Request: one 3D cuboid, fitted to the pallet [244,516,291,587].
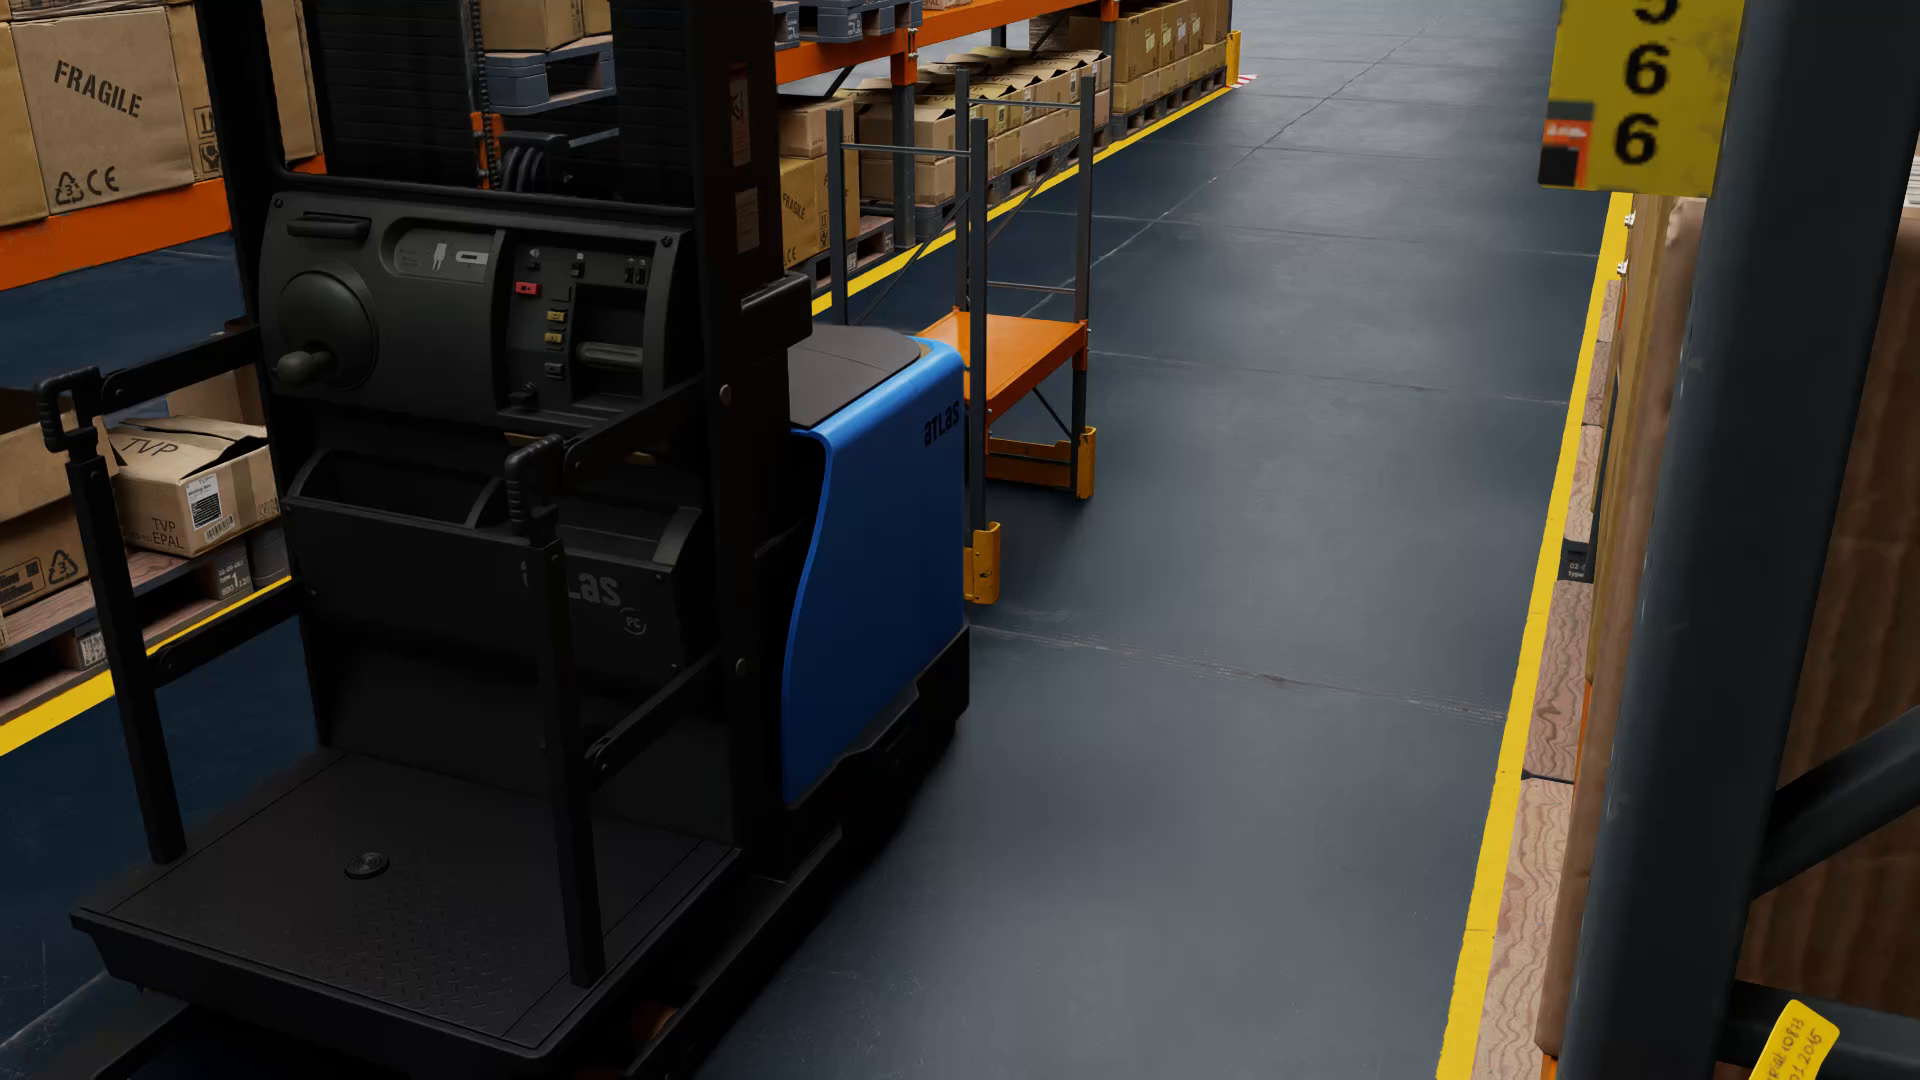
[{"bbox_3d":[-2.493,-0.228,6.022,1.003,0.211,1.213,9,24,20],"label":"pallet"}]

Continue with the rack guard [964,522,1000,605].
[{"bbox_3d":[-0.157,0.036,5.340,0.587,0.250,0.087,9,24,20],"label":"rack guard"}]

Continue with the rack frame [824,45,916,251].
[{"bbox_3d":[-0.751,-3.192,9.499,1.000,3.000,0.127,9,24,20],"label":"rack frame"}]

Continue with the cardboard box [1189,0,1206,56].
[{"bbox_3d":[1.940,-4.731,15.234,0.500,0.500,0.500,9,24,20],"label":"cardboard box"}]

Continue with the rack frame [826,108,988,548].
[{"bbox_3d":[-0.157,-0.541,5.098,0.500,1.500,0.032,9,24,20],"label":"rack frame"}]

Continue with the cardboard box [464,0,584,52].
[{"bbox_3d":[-1.853,-2.138,6.301,0.700,0.500,0.500,1,23,2],"label":"cardboard box"}]

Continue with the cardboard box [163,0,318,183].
[{"bbox_3d":[-2.375,-1.406,5.095,0.500,0.500,0.500,9,24,22],"label":"cardboard box"}]

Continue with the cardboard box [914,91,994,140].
[{"bbox_3d":[-0.097,-2.710,10.641,0.500,0.311,0.500,8,24,19],"label":"cardboard box"}]

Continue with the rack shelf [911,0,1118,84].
[{"bbox_3d":[-0.008,-3.575,11.351,1.077,0.370,4.000,9,24,20],"label":"rack shelf"}]

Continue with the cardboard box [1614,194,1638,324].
[{"bbox_3d":[3.123,-1.129,6.805,0.750,0.750,0.750,9,24,20],"label":"cardboard box"}]

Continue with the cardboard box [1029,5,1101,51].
[{"bbox_3d":[0.901,-4.269,14.127,0.500,0.500,0.500,9,24,20],"label":"cardboard box"}]

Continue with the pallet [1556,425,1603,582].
[{"bbox_3d":[2.580,-0.053,5.602,1.003,0.211,1.213,9,24,20],"label":"pallet"}]

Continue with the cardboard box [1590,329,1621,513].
[{"bbox_3d":[2.484,-0.505,5.313,0.750,0.750,0.750,9,24,21],"label":"cardboard box"}]

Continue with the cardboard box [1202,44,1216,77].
[{"bbox_3d":[2.121,-4.565,15.809,0.500,0.250,0.500,9,24,20],"label":"cardboard box"}]

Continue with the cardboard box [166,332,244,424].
[{"bbox_3d":[-2.594,-0.603,6.220,0.500,0.311,0.500,9,24,20],"label":"cardboard box"}]

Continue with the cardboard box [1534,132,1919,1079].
[{"bbox_3d":[1.058,0.057,1.333,0.980,0.700,0.700,10,25,22],"label":"cardboard box"}]

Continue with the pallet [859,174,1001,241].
[{"bbox_3d":[-0.409,-2.194,10.729,1.003,0.211,1.213,9,24,20],"label":"pallet"}]

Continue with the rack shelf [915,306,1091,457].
[{"bbox_3d":[0.032,-0.557,5.603,0.538,0.185,1.000,9,24,20],"label":"rack shelf"}]

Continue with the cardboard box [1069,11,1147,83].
[{"bbox_3d":[1.198,-4.015,13.521,0.500,0.500,0.500,9,24,20],"label":"cardboard box"}]

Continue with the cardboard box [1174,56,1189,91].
[{"bbox_3d":[1.750,-4.207,14.952,0.500,0.250,0.500,9,24,20],"label":"cardboard box"}]

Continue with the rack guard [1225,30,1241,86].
[{"bbox_3d":[2.229,-4.910,16.855,1.175,0.500,0.348,9,24,20],"label":"rack guard"}]

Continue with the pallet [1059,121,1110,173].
[{"bbox_3d":[0.497,-3.067,12.819,1.003,0.211,1.213,9,24,20],"label":"pallet"}]

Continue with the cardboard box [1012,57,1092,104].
[{"bbox_3d":[0.663,-3.434,12.374,0.500,0.311,0.500,9,24,22],"label":"cardboard box"}]

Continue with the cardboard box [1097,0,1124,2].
[{"bbox_3d":[1.255,-4.629,14.990,0.500,0.500,0.500,9,24,20],"label":"cardboard box"}]

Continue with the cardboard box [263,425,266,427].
[{"bbox_3d":[-2.269,-0.261,5.610,0.380,0.149,0.250,9,24,20],"label":"cardboard box"}]

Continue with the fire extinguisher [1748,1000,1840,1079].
[{"bbox_3d":[0.393,0.575,1.067,0.296,0.674,0.183,9,24,20],"label":"fire extinguisher"}]

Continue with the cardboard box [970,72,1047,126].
[{"bbox_3d":[0.285,-3.076,11.518,0.500,0.311,0.500,8,24,19],"label":"cardboard box"}]

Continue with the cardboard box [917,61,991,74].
[{"bbox_3d":[-0.032,-3.331,12.128,0.500,0.311,0.500,8,24,18],"label":"cardboard box"}]

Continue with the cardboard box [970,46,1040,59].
[{"bbox_3d":[0.350,-3.695,12.998,0.500,0.311,0.500,9,24,20],"label":"cardboard box"}]

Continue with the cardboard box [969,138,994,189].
[{"bbox_3d":[-0.098,-2.442,10.727,0.500,0.250,0.500,8,24,19],"label":"cardboard box"}]

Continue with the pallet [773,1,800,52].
[{"bbox_3d":[-1.469,-2.407,7.869,1.003,0.211,1.213,9,24,20],"label":"pallet"}]

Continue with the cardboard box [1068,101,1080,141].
[{"bbox_3d":[0.660,-3.177,12.488,0.500,0.250,0.500,8,24,19],"label":"cardboard box"}]

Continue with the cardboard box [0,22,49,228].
[{"bbox_3d":[-2.750,-1.039,4.217,0.500,0.500,0.500,9,24,21],"label":"cardboard box"}]

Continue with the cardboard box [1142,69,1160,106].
[{"bbox_3d":[1.379,-3.849,14.095,0.500,0.250,0.500,9,24,20],"label":"cardboard box"}]

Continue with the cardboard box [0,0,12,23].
[{"bbox_3d":[-2.748,-1.506,4.036,0.500,0.500,0.500,9,24,20],"label":"cardboard box"}]

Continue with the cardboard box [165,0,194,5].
[{"bbox_3d":[-2.372,-1.866,4.899,0.500,0.500,0.500,8,24,19],"label":"cardboard box"}]

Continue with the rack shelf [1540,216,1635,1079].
[{"bbox_3d":[1.621,-0.005,2.803,1.077,0.370,4.000,9,24,20],"label":"rack shelf"}]

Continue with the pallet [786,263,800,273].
[{"bbox_3d":[-1.518,-1.208,8.369,1.003,0.211,1.213,9,24,20],"label":"pallet"}]

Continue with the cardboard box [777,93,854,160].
[{"bbox_3d":[-0.898,-2.198,8.820,0.500,0.250,0.500,10,25,22],"label":"cardboard box"}]

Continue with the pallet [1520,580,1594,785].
[{"bbox_3d":[2.009,0.495,4.291,1.003,0.211,1.213,9,24,20],"label":"pallet"}]

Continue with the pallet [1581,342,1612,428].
[{"bbox_3d":[3.032,-0.491,6.651,1.003,0.211,1.213,9,24,20],"label":"pallet"}]

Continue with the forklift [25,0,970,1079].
[{"bbox_3d":[-1.013,-0.410,2.928,1.130,2.935,3.031,9,24,21],"label":"forklift"}]

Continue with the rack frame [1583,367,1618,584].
[{"bbox_3d":[2.364,-1.052,4.378,1.000,3.000,0.127,9,24,20],"label":"rack frame"}]

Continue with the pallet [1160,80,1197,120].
[{"bbox_3d":[1.521,-4.053,15.179,1.003,0.211,1.213,9,24,20],"label":"pallet"}]

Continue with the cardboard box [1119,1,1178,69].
[{"bbox_3d":[1.569,-4.373,14.377,0.500,0.500,0.500,9,24,20],"label":"cardboard box"}]

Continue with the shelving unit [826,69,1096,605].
[{"bbox_3d":[0.028,-0.719,5.526,0.587,1.500,1.083,9,24,20],"label":"shelving unit"}]

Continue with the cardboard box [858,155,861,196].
[{"bbox_3d":[-0.782,-2.340,10.483,0.500,0.250,0.500,9,24,21],"label":"cardboard box"}]

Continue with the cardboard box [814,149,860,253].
[{"bbox_3d":[-0.881,-1.873,9.015,0.500,0.500,0.500,10,25,22],"label":"cardboard box"}]

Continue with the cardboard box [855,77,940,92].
[{"bbox_3d":[-0.408,-2.965,11.252,0.500,0.311,0.500,9,24,20],"label":"cardboard box"}]

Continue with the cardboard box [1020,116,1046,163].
[{"bbox_3d":[0.280,-2.812,11.614,0.500,0.250,0.500,9,24,21],"label":"cardboard box"}]

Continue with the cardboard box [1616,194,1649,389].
[{"bbox_3d":[1.610,-0.477,2.611,0.980,0.700,0.700,8,24,17],"label":"cardboard box"}]

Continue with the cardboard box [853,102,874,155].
[{"bbox_3d":[-0.785,-2.598,10.373,0.500,0.311,0.500,9,24,21],"label":"cardboard box"}]

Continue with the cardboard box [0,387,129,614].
[{"bbox_3d":[-2.930,-0.138,4.857,0.797,0.503,0.637,9,24,20],"label":"cardboard box"}]

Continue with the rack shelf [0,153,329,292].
[{"bbox_3d":[-2.980,-0.713,4.498,1.077,0.370,4.000,9,24,20],"label":"rack shelf"}]
